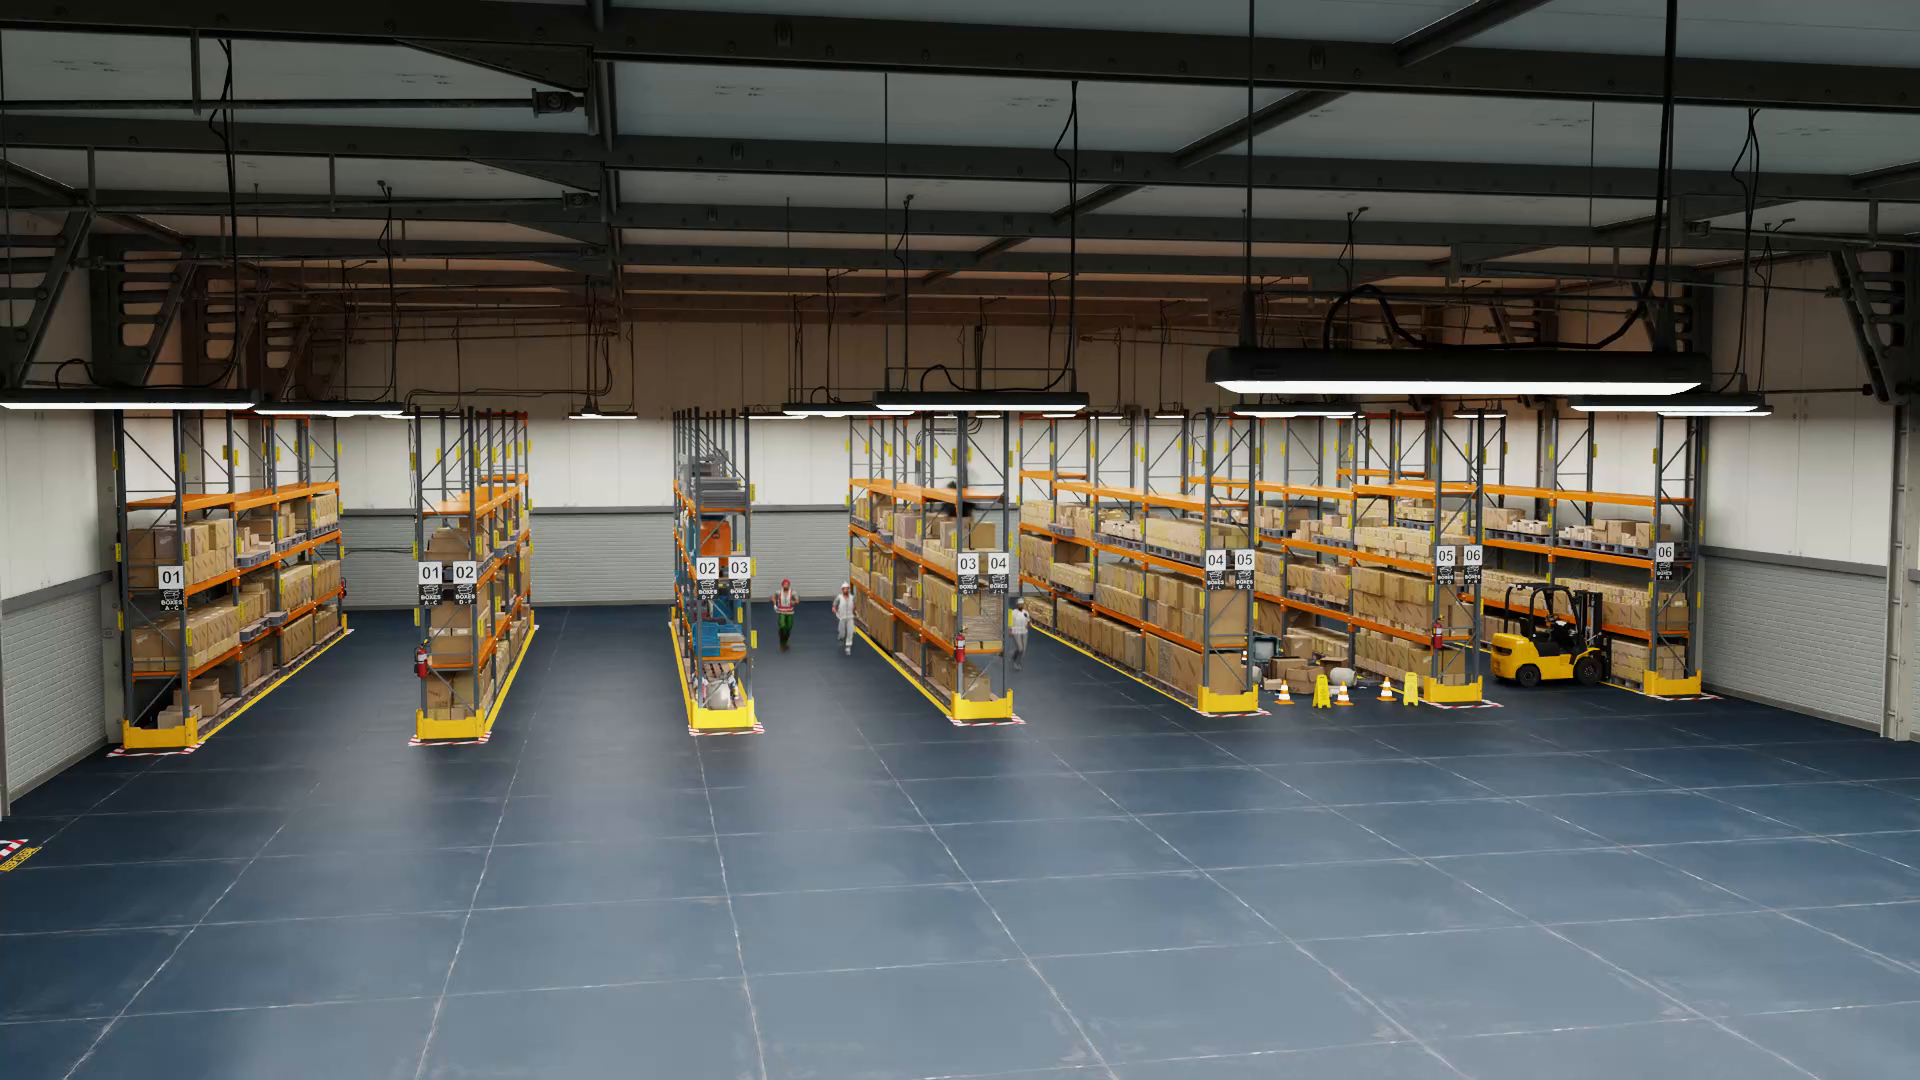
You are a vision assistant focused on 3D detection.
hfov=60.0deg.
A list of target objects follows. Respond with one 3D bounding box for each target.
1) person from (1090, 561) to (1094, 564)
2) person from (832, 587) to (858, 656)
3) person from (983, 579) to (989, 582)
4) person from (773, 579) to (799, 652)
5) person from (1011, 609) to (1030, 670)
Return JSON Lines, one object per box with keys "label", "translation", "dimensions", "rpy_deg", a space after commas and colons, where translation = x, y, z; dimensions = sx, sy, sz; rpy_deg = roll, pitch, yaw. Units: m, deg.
{"label": "person", "translation": [3.880, 1.386, 48.762], "dimensions": [0.546, 1.561, 0.586], "rpy_deg": [-4, 5, -42]}
{"label": "person", "translation": [-2.802, 1.965, 40.884], "dimensions": [0.665, 1.714, 0.796], "rpy_deg": [-1, 4, -17]}
{"label": "person", "translation": [0.874, 1.557, 46.126], "dimensions": [0.702, 1.824, 0.919], "rpy_deg": [0, 4, -1]}
{"label": "person", "translation": [-4.362, 1.881, 41.762], "dimensions": [0.638, 1.826, 0.755], "rpy_deg": [-1, 4, -13]}
{"label": "person", "translation": [1.375, 2.282, 38.213], "dimensions": [0.520, 1.413, 0.575], "rpy_deg": [-2, 4, -23]}
